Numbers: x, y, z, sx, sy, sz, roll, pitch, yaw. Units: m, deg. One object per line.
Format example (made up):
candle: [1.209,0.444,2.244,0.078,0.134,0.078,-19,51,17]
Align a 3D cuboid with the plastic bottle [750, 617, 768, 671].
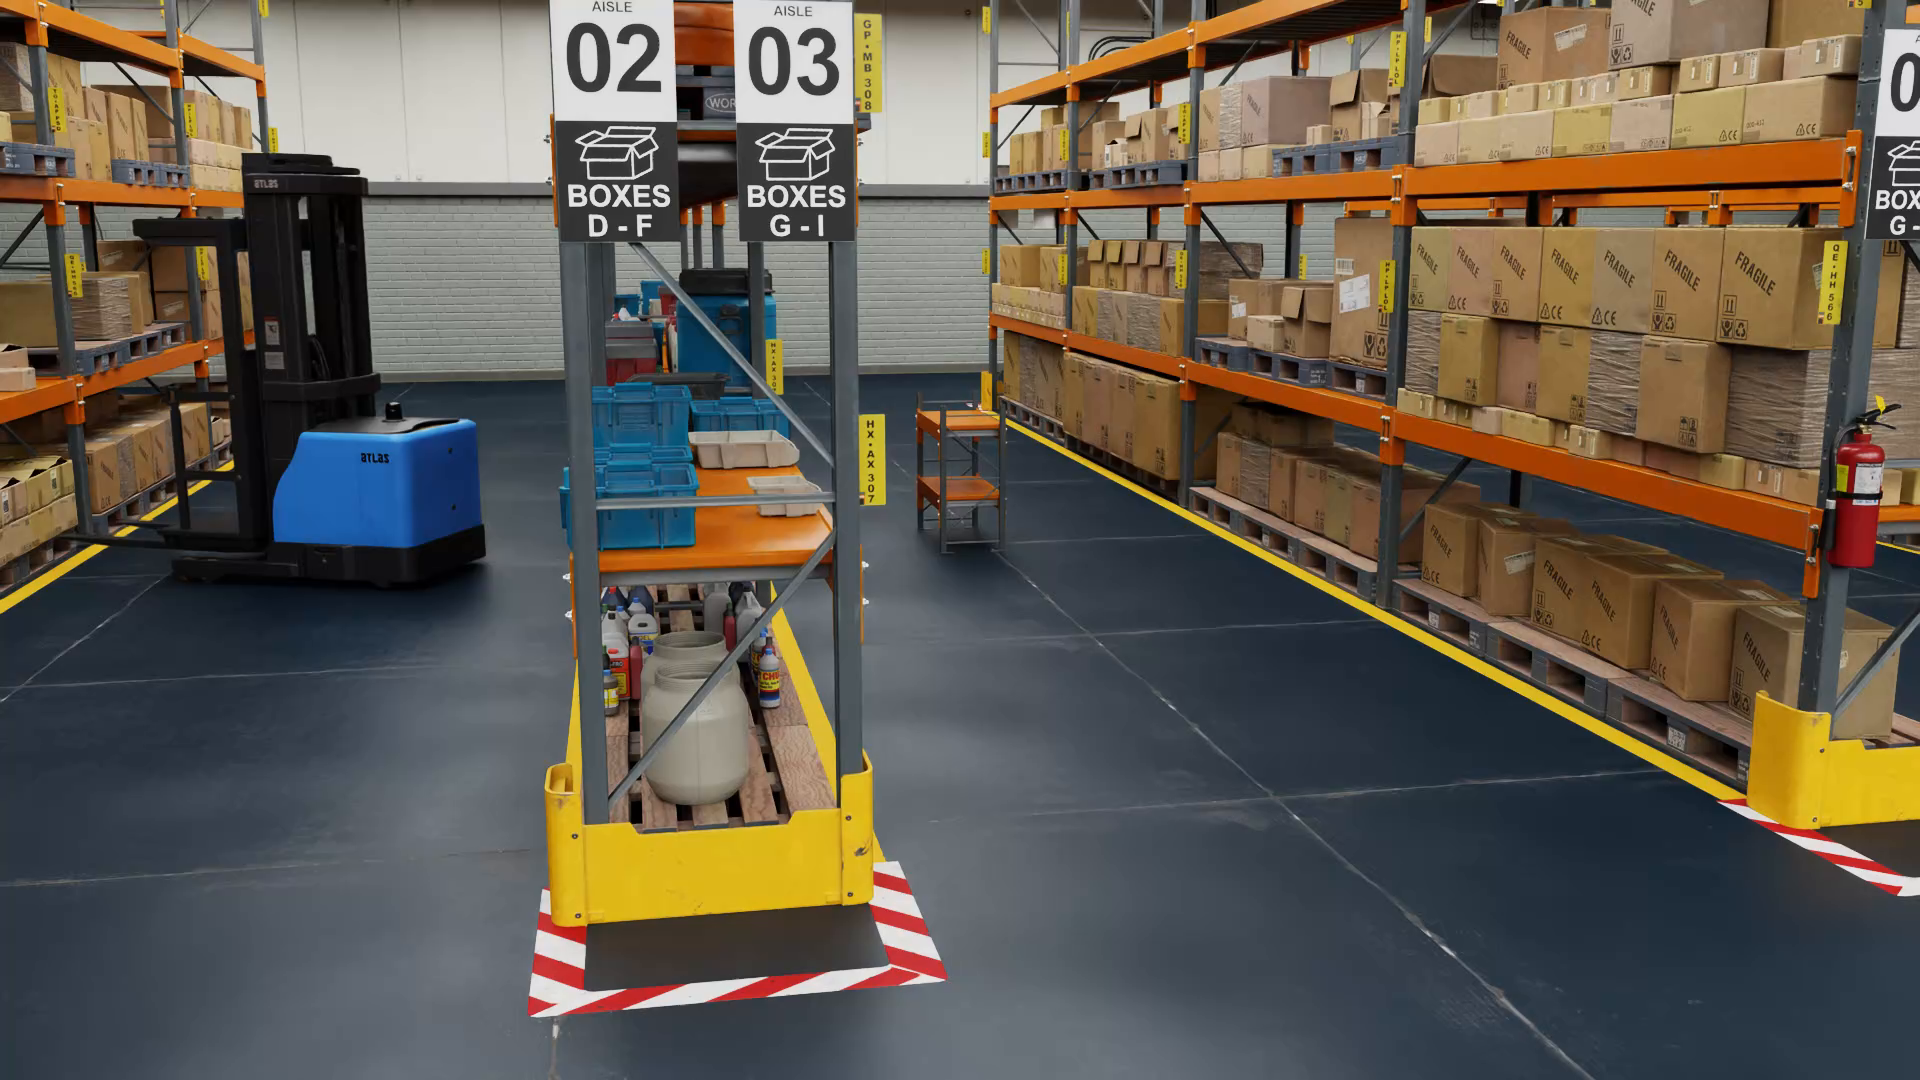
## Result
plastic bottle: [-1.029,0.532,8.501,0.097,0.271,0.097,0,11,0]

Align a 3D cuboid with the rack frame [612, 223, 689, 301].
rack frame: [-3.969,-3.065,21.276,1.000,3.000,0.127,-2,11,-11]

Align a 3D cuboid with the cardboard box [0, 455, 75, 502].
cardboard box: [-6.929,-0.462,12.332,0.500,0.311,0.500,-2,11,-10]

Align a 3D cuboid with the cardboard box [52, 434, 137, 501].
cardboard box: [-7.188,-0.596,13.814,0.500,0.500,0.500,-3,11,-13]

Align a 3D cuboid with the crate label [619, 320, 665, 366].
crate label: [-2.485,-1.423,12.555,0.502,0.435,0.616,-2,11,-11]

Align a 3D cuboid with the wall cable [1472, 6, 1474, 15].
wall cable: [7.710,-10.476,28.123,2.355,3.000,0.029,-2,11,-11]

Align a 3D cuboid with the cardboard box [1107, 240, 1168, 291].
cardboard box: [1.922,-2.810,16.988,0.797,0.503,0.637,-2,11,-10]

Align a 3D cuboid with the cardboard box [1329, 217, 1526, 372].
cardboard box: [3.206,-1.696,11.356,1.000,1.000,1.000,-2,11,-11]

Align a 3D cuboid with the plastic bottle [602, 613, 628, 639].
plastic bottle: [-1.729,0.531,8.292,0.144,0.351,0.185,-2,11,-9]

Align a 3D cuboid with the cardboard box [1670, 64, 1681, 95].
cardboard box: [3.547,-2.139,7.725,0.380,0.149,0.250,-2,11,-10]

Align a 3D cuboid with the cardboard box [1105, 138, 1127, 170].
cardboard box: [1.793,-3.943,16.982,0.500,0.311,0.500,-3,11,-13]

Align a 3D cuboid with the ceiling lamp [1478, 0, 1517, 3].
ceiling lamp: [7.710,-9.824,25.132,2.000,3.185,0.800,-2,11,-11]

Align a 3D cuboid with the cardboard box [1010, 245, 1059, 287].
cardboard box: [0.922,-3.401,20.645,0.500,0.500,0.500,-2,11,-13]

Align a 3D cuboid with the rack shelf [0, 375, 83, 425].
rack shelf: [-6.883,-0.698,10.765,1.077,0.370,4.000,-2,11,-11]

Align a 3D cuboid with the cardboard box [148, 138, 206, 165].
cardboard box: [-7.901,-3.895,16.682,0.500,0.250,0.500,-2,11,-11]

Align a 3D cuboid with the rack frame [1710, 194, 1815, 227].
rack frame: [7.330,-1.939,15.364,1.000,3.000,0.127,-2,11,-11]

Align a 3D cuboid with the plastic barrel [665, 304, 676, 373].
plastic barrel: [-2.025,-1.590,13.165,0.600,0.536,0.708,-2,11,-11]

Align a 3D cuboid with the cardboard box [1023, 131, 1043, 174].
cardboard box: [1.183,-4.729,20.339,0.700,0.500,0.500,-3,11,-15]

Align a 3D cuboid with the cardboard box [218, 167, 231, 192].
cardboard box: [-8.091,-3.833,17.693,0.500,0.250,0.500,-2,11,-11]

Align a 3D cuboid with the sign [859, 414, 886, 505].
sign: [-0.316,-0.285,5.934,0.100,0.325,0.005,-2,11,-11]

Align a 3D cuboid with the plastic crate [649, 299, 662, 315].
plastic crate: [-3.307,-2.589,18.934,0.437,0.282,0.530,-2,11,-11]

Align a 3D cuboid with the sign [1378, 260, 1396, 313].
sign: [2.680,-1.592,10.442,0.100,0.325,0.005,-2,11,-11]

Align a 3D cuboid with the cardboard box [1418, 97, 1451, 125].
cardboard box: [2.984,-2.569,9.984,0.380,0.149,0.250,-2,11,-13]

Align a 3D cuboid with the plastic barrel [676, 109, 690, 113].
plastic barrel: [-1.546,-2.604,8.367,0.600,0.901,0.708,-2,11,-11]

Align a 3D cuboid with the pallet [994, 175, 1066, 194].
pallet: [1.044,-4.539,21.238,1.003,0.211,1.213,-2,11,-11]

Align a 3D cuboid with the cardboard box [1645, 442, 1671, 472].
cardboard box: [3.555,-0.415,8.028,0.380,0.149,0.250,-2,11,-11]

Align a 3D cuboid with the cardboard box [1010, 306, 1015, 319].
cardboard box: [0.837,-2.856,20.851,0.380,0.149,0.250,-2,11,-12]

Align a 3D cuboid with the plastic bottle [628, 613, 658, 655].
plastic bottle: [-1.625,0.524,8.530,0.152,0.276,0.135,-2,11,-11]

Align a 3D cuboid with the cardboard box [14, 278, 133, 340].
cardboard box: [-7.496,-1.960,14.079,0.700,0.500,0.500,0,11,0]

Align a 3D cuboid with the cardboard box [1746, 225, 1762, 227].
cardboard box: [10.668,-4.103,22.055,0.380,0.149,0.250,-2,11,-12]

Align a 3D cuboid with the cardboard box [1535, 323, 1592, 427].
cardboard box: [3.566,-0.880,8.736,0.875,0.500,0.500,-2,11,-11]

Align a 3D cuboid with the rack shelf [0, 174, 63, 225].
rack shelf: [-6.883,-2.171,10.484,1.077,0.370,4.000,-2,11,-11]

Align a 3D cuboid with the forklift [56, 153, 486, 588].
forklift: [-5.050,-1.238,11.861,3.031,2.935,1.130,3,11,14]

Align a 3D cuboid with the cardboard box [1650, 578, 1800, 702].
cardboard box: [3.747,0.488,8.174,0.500,0.500,0.500,1,11,4]

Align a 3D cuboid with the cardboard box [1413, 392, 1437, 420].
cardboard box: [3.006,-0.824,10.175,0.380,0.149,0.250,-2,11,-11]

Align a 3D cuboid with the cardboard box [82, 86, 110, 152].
cardboard box: [-7.763,-3.590,14.356,0.600,0.600,0.600,-3,11,-13]

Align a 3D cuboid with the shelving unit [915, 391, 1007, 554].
shelving unit: [-0.001,-0.554,13.098,0.538,1.125,1.048,-2,11,-11]

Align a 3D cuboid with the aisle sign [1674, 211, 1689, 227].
aisle sign: [10.312,-4.885,23.887,0.394,0.787,0.004,-2,11,-11]

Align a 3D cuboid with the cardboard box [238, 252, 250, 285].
cardboard box: [-8.168,-3.072,18.374,0.500,0.500,0.500,-2,11,-9]

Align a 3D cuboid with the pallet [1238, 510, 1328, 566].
pallet: [2.830,-0.041,12.848,1.003,0.211,1.213,-2,11,-11]

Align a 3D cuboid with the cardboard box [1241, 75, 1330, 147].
cardboard box: [2.484,-3.265,12.702,0.500,0.500,0.500,-2,11,-13]

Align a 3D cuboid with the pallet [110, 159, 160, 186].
pallet: [-7.788,-3.221,14.576,1.213,0.211,1.003,-2,11,-11]

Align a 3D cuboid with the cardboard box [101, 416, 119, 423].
cardboard box: [-7.991,-0.853,15.164,0.500,0.500,0.500,-2,11,-10]

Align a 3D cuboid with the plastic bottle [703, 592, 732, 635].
plastic bottle: [-1.330,0.411,9.124,0.152,0.276,0.135,-2,11,-11]

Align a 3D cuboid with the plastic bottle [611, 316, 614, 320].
plastic bottle: [-3.365,-2.028,16.142,0.061,0.283,0.133,-2,11,-11]

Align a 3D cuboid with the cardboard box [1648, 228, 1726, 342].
cardboard box: [3.549,-1.180,7.638,0.500,0.500,0.500,-2,11,-11]

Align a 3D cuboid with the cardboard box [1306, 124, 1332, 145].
cardboard box: [2.761,-2.949,12.149,0.380,0.166,0.250,-2,11,-13]

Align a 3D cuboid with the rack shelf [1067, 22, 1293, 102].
rack shelf: [2.057,-4.542,15.985,1.077,0.370,4.000,-2,11,-11]

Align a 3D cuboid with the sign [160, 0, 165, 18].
sign: [-9.361,-6.310,19.574,0.100,0.325,0.005,-2,11,-11]

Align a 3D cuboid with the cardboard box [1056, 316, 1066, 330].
cardboard box: [1.287,-2.432,18.623,0.380,0.149,0.250,-2,11,-11]

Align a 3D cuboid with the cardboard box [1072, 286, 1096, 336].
cardboard box: [1.512,-2.467,17.868,0.500,0.500,0.500,-2,11,-11]

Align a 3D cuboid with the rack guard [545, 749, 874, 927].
rack guard: [-0.918,1.085,6.157,1.175,0.500,0.348,-2,11,-11]

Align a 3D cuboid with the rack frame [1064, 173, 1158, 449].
rack frame: [1.668,-2.511,18.368,1.000,3.000,0.127,-2,11,-11]

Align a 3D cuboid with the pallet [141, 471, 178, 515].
pallet: [-7.614,-0.410,14.785,1.003,0.211,1.213,-2,11,-11]

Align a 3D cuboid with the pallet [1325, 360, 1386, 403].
pallet: [3.218,-1.095,11.441,1.003,0.211,1.213,-2,11,-11]
